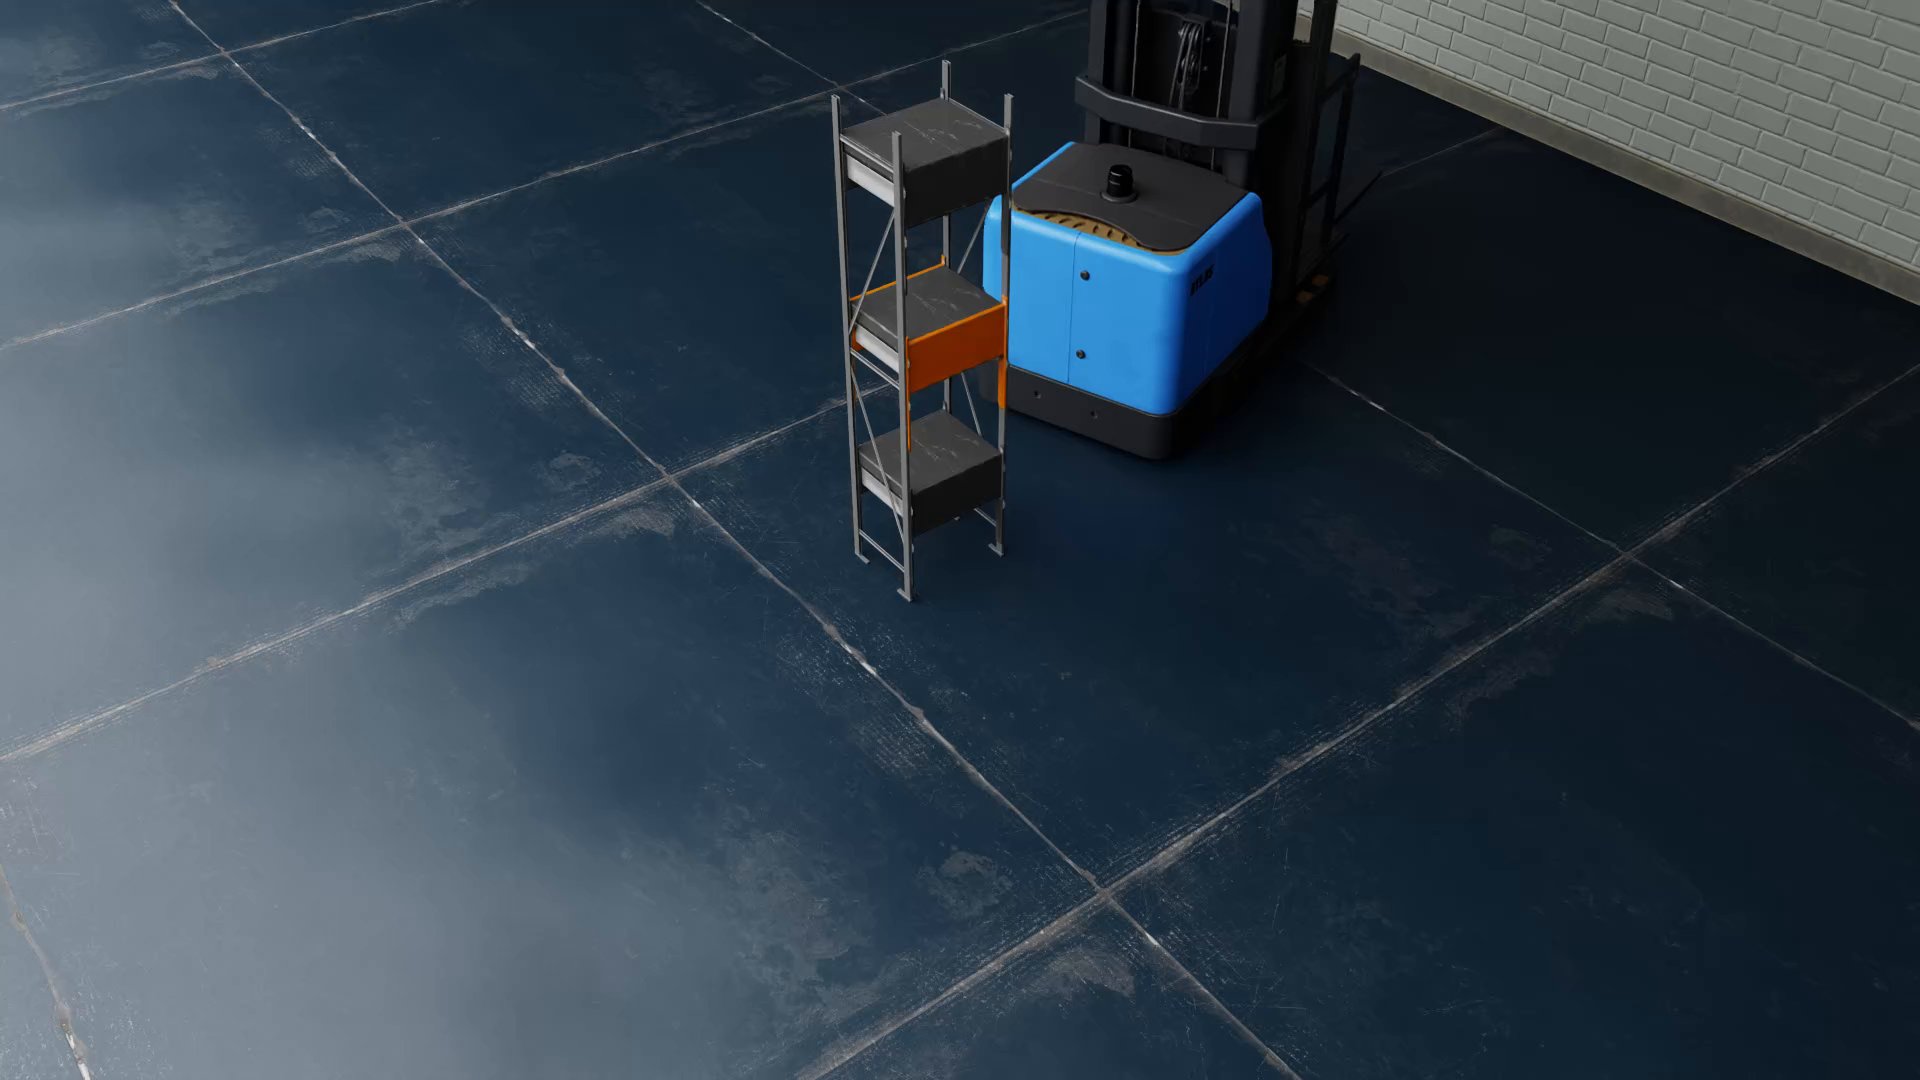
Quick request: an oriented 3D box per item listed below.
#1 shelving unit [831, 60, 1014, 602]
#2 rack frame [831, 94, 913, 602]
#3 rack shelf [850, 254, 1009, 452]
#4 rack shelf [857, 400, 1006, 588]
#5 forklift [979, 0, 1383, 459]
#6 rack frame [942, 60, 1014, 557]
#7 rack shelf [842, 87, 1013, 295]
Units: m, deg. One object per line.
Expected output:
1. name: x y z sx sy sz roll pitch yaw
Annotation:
1. shelving unit: -0.131 -0.748 6.506 0.503 2.100 0.431 -26 46 -28
2. rack frame: -0.325 -0.654 6.391 0.015 2.100 0.400 -26 46 -28
3. rack shelf: -0.131 -0.737 6.515 0.480 0.518 0.431 -26 46 -28
4. rack shelf: -0.131 -0.196 6.959 0.480 0.518 0.431 -26 46 -28
5. forklift: 1.314 -2.405 7.871 1.130 2.935 3.031 22 44 25
6. rack frame: 0.062 -0.842 6.621 0.015 2.100 0.400 -26 46 -28
7. rack shelf: -0.131 -1.278 6.071 0.480 0.518 0.431 -26 46 -28
